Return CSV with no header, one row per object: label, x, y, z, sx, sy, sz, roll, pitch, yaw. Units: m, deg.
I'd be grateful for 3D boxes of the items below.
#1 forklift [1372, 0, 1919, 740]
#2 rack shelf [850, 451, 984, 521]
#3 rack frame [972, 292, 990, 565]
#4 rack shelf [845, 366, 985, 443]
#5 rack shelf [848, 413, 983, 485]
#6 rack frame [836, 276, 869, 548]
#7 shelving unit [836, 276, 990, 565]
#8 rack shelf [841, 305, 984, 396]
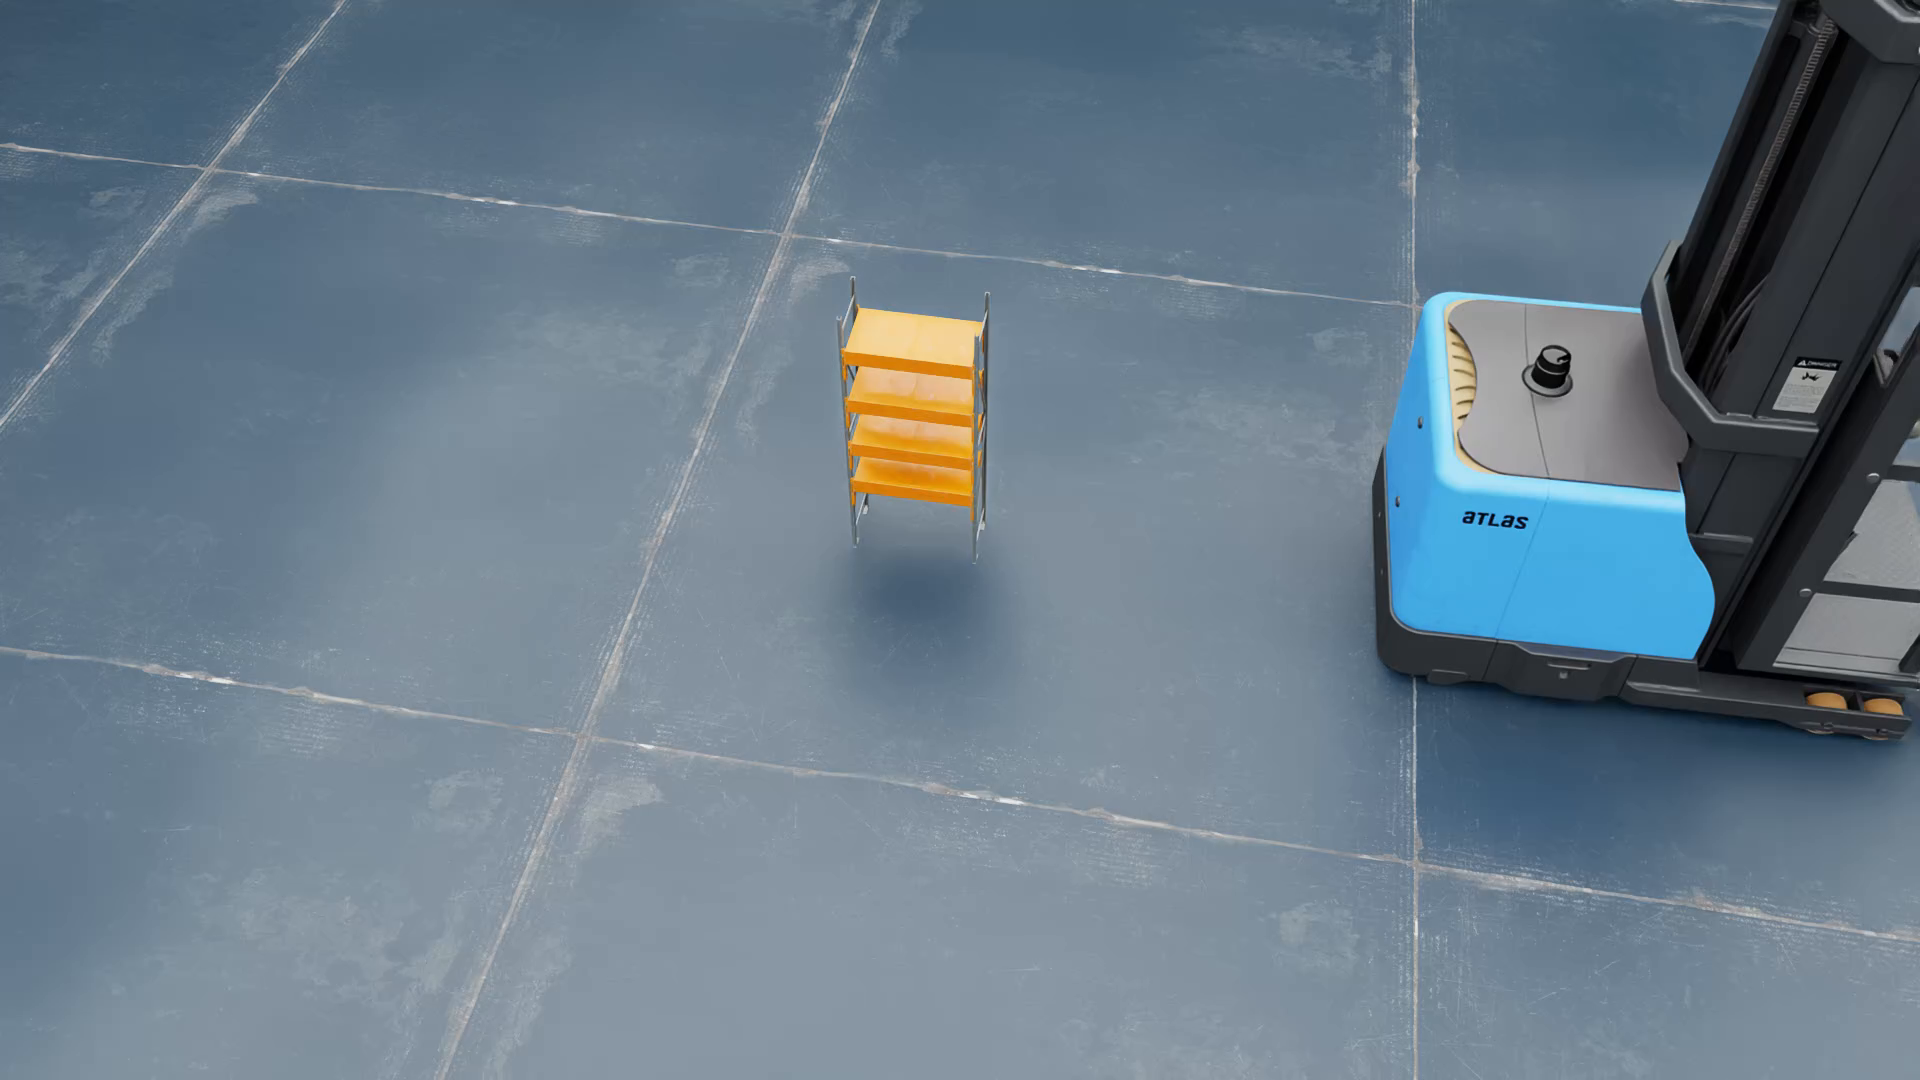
forklift,3.129,-0.675,5.358,3.031,2.935,1.130,6,48,5
rack shelf,-0.163,-0.245,6.493,0.480,0.148,0.258,8,49,7
rack frame,0.077,-0.391,6.266,0.015,1.200,0.240,8,49,7
rack shelf,-0.163,-0.527,6.179,0.480,0.148,0.258,8,49,7
rack shelf,-0.163,-0.378,6.345,0.480,0.148,0.258,8,49,7
rack frame,-0.403,-0.455,6.324,0.015,1.200,0.240,8,49,7
shelving unit,-0.163,-0.423,6.295,0.503,1.200,0.258,8,49,7
rack shelf,-0.163,-0.686,6.003,0.480,0.148,0.258,8,49,7
